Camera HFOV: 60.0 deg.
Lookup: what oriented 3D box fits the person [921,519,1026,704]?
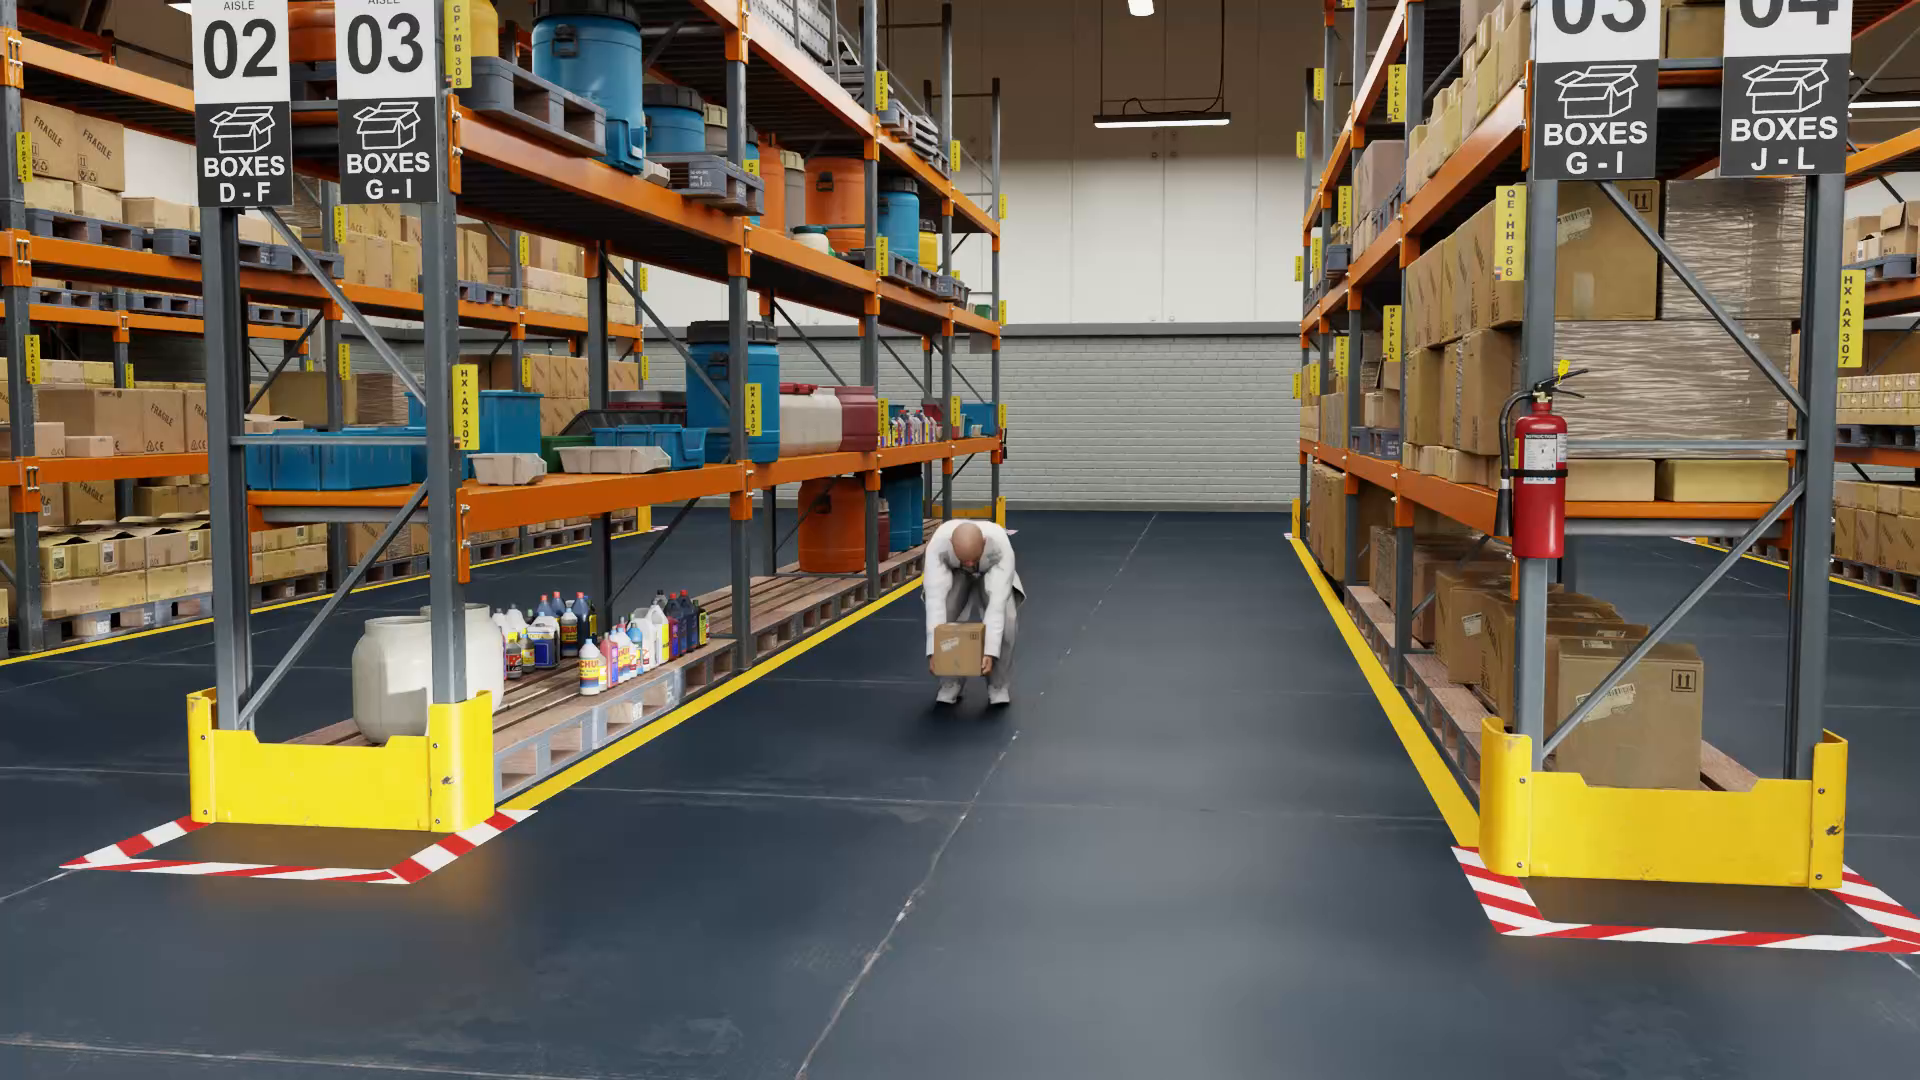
[{"bbox_3d":[0.060,0.398,9.162,0.592,1.047,0.943,0,4,6],"label":"person"}]
